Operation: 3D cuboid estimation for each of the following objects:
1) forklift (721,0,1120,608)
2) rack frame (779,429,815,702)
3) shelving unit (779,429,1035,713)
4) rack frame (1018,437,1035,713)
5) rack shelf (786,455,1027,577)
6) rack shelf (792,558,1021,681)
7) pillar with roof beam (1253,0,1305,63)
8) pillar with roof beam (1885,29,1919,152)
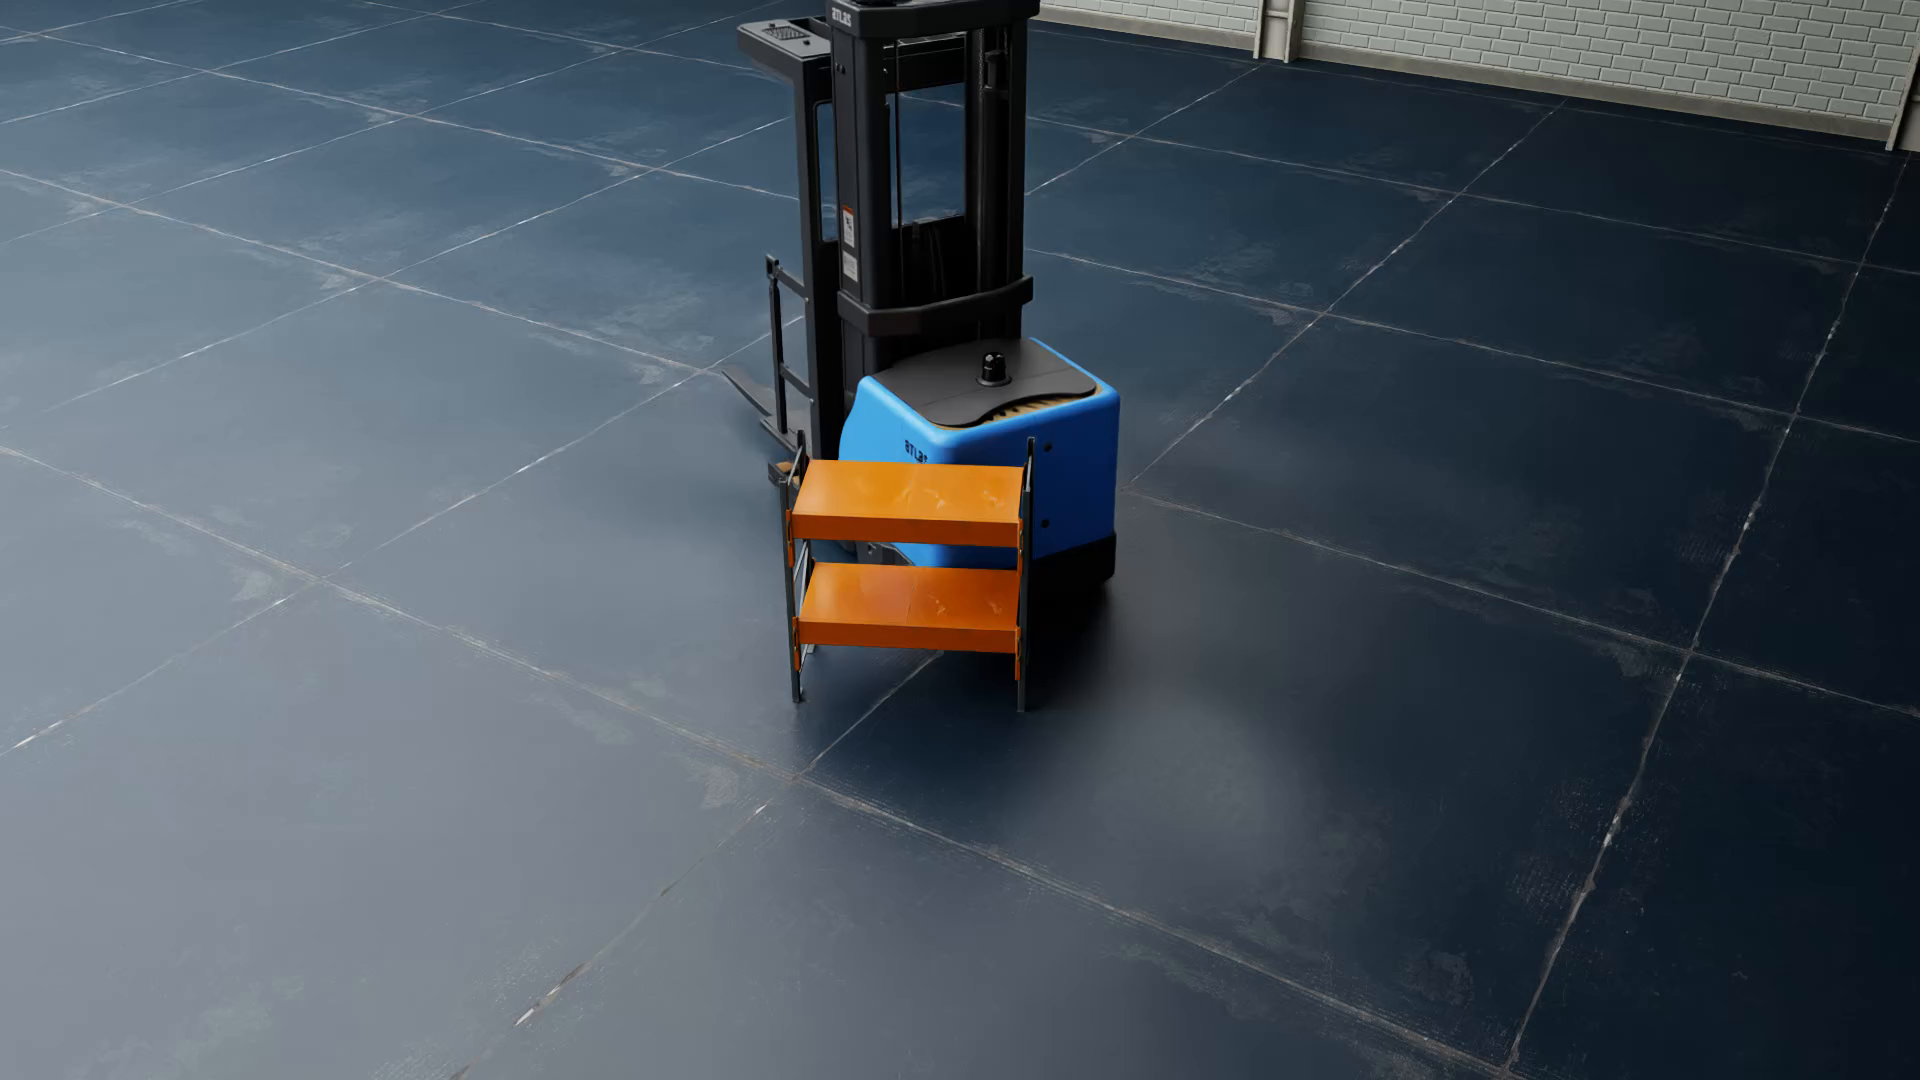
[{"bbox_3d":[-0.404,-1.555,8.506,1.130,2.935,3.031,-16,34,-26],"label":"forklift"},{"bbox_3d":[-0.720,0.120,7.429,0.032,1.125,0.500,2,30,4],"label":"rack frame"},{"bbox_3d":[-0.214,0.140,7.394,1.048,1.125,0.538,2,30,4],"label":"shelving unit"},{"bbox_3d":[0.293,0.161,7.359,0.032,1.125,0.500,2,30,4],"label":"rack frame"},{"bbox_3d":[-0.214,-0.113,7.246,1.000,0.278,0.538,2,30,4],"label":"rack shelf"},{"bbox_3d":[-0.214,0.351,7.517,1.000,0.278,0.538,2,30,4],"label":"rack shelf"},{"bbox_3d":[1.026,-7.107,12.002,0.400,9.000,9.100,18,35,27],"label":"pillar with roof beam"},{"bbox_3d":[6.108,-5.499,9.247,0.400,9.000,9.100,18,35,27],"label":"pillar with roof beam"}]
